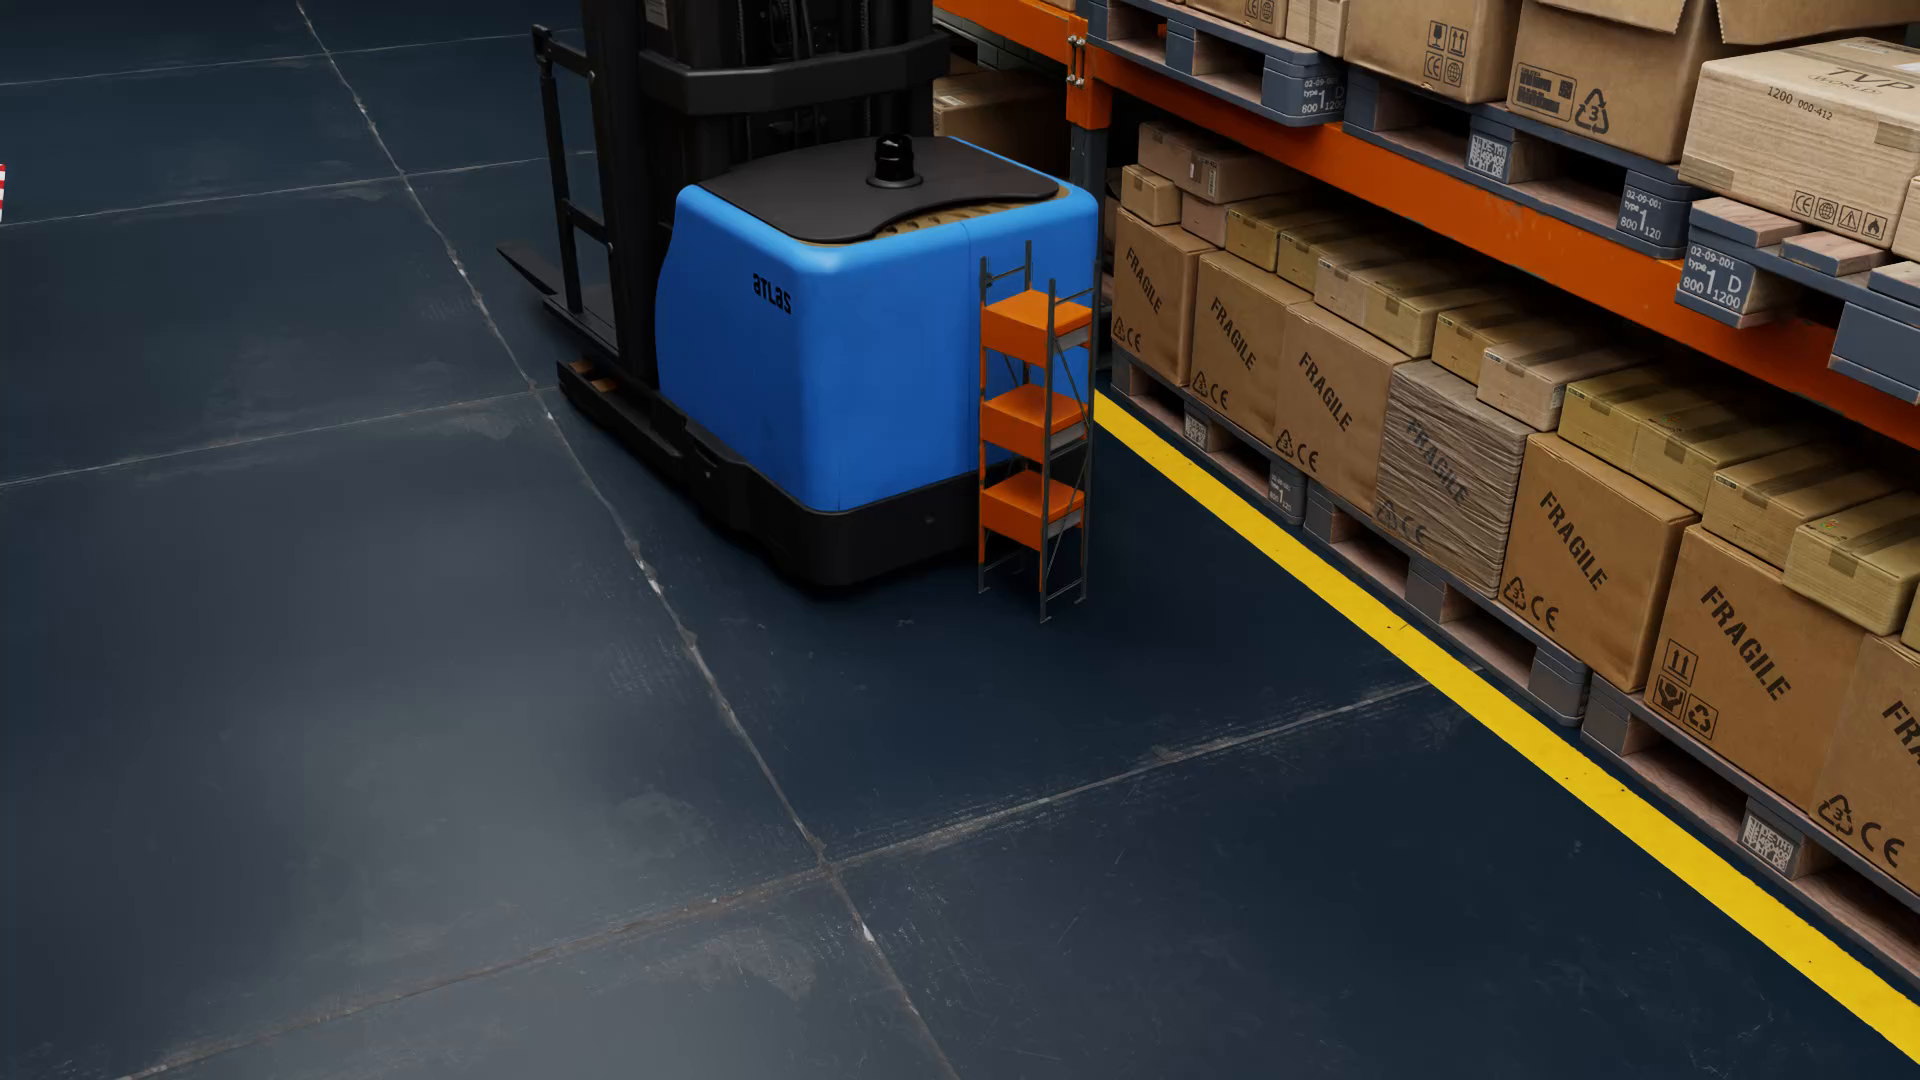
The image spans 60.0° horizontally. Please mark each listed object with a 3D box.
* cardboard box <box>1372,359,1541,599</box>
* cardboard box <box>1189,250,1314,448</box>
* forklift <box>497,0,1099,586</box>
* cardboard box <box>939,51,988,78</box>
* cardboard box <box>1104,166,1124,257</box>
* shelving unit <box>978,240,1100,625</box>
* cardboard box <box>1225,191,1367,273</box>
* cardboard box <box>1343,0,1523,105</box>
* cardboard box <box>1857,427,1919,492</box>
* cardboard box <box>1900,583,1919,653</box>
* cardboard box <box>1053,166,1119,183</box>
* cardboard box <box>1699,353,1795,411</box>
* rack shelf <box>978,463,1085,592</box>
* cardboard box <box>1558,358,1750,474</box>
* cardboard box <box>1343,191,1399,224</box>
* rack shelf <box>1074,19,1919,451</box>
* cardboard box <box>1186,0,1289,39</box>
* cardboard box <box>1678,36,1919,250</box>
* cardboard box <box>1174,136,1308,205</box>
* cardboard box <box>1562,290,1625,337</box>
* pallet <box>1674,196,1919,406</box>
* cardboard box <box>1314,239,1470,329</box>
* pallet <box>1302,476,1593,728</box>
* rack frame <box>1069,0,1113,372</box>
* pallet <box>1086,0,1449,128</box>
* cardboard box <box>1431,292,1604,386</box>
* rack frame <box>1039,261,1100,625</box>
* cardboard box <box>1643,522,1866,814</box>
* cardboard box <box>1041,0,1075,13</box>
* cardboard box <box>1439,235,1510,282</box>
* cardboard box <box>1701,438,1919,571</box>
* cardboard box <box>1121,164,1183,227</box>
[{"bbox_3d":[1.547,-0.216,4.695,0.500,0.500,0.500,-14,32,-24],"label":"cardboard box"},{"bbox_3d":[1.120,-0.668,5.501,0.500,0.500,0.500,-14,32,-23],"label":"cardboard box"},{"bbox_3d":[-0.823,-1.815,5.490,1.130,2.935,3.031,-19,34,-30],"label":"forklift"},{"bbox_3d":[-0.194,-1.999,7.874,0.500,0.500,0.500,-12,32,-21],"label":"cardboard box"},{"bbox_3d":[0.808,-1.421,7.037,0.500,0.311,0.500,-12,31,-20],"label":"cardboard box"},{"bbox_3d":[0.214,-0.291,4.696,0.252,1.050,0.215,25,38,37],"label":"shelving unit"},{"bbox_3d":[1.101,-1.014,5.454,0.380,0.149,0.250,-15,33,-25],"label":"cardboard box"},{"bbox_3d":[1.443,-1.460,4.255,0.700,0.500,0.500,-13,32,-22],"label":"cardboard box"},{"bbox_3d":[2.384,-0.190,3.985,0.380,0.149,0.250,-13,32,-21],"label":"cardboard box"},{"bbox_3d":[2.154,0.157,3.367,0.380,0.149,0.250,-15,32,-24],"label":"cardboard box"},{"bbox_3d":[0.621,-1.542,7.419,0.380,0.149,0.250,-14,32,-23],"label":"cardboard box"},{"bbox_3d":[2.195,-0.435,4.422,0.380,0.149,0.250,-14,32,-23],"label":"cardboard box"},{"bbox_3d":[0.214,-0.039,4.837,0.240,0.259,0.215,25,38,37],"label":"rack shelf"},{"bbox_3d":[1.756,-0.319,4.215,0.380,0.149,0.250,-14,32,-23],"label":"cardboard box"},{"bbox_3d":[1.526,-1.122,5.648,0.380,0.149,0.250,-13,32,-21],"label":"cardboard box"},{"bbox_3d":[1.736,-0.872,4.474,1.077,0.370,4.000,-13,32,-22],"label":"rack shelf"},{"bbox_3d":[1.106,-1.807,4.874,0.700,0.500,0.500,-13,32,-21],"label":"cardboard box"},{"bbox_3d":[1.850,-0.818,3.366,0.500,0.250,0.500,-15,32,-24],"label":"cardboard box"},{"bbox_3d":[0.946,-1.256,5.582,0.380,0.149,0.250,-15,32,-24],"label":"cardboard box"},{"bbox_3d":[1.972,-0.662,4.827,0.380,0.149,0.250,-14,32,-24],"label":"cardboard box"},{"bbox_3d":[2.241,-0.503,3.277,1.213,0.211,1.003,-13,32,-22],"label":"pallet"},{"bbox_3d":[1.304,-0.777,5.032,0.380,0.149,0.250,-13,32,-22],"label":"cardboard box"},{"bbox_3d":[1.789,0.038,4.967,1.003,0.211,1.213,-13,32,-22],"label":"pallet"},{"bbox_3d":[0.878,-2.069,5.873,1.000,3.000,0.127,-13,32,-22],"label":"rack frame"},{"bbox_3d":[1.122,-1.610,5.250,1.003,0.211,1.213,-13,32,-22],"label":"pallet"},{"bbox_3d":[1.551,-0.554,4.634,0.380,0.149,0.250,-13,32,-22],"label":"cardboard box"},{"bbox_3d":[0.302,-0.250,4.622,0.008,1.050,0.200,25,38,37],"label":"rack frame"},{"bbox_3d":[2.014,0.240,3.882,0.500,0.500,0.500,-14,32,-23],"label":"cardboard box"},{"bbox_3d":[0.513,-2.048,6.092,0.380,0.149,0.250,-13,32,-21],"label":"cardboard box"},{"bbox_3d":[1.729,-0.882,5.219,0.380,0.149,0.250,-12,32,-21],"label":"cardboard box"},{"bbox_3d":[1.936,-0.083,3.794,0.380,0.149,0.250,-14,32,-24],"label":"cardboard box"},{"bbox_3d":[0.791,-1.231,5.841,0.380,0.149,0.250,-12,31,-20],"label":"cardboard box"}]
